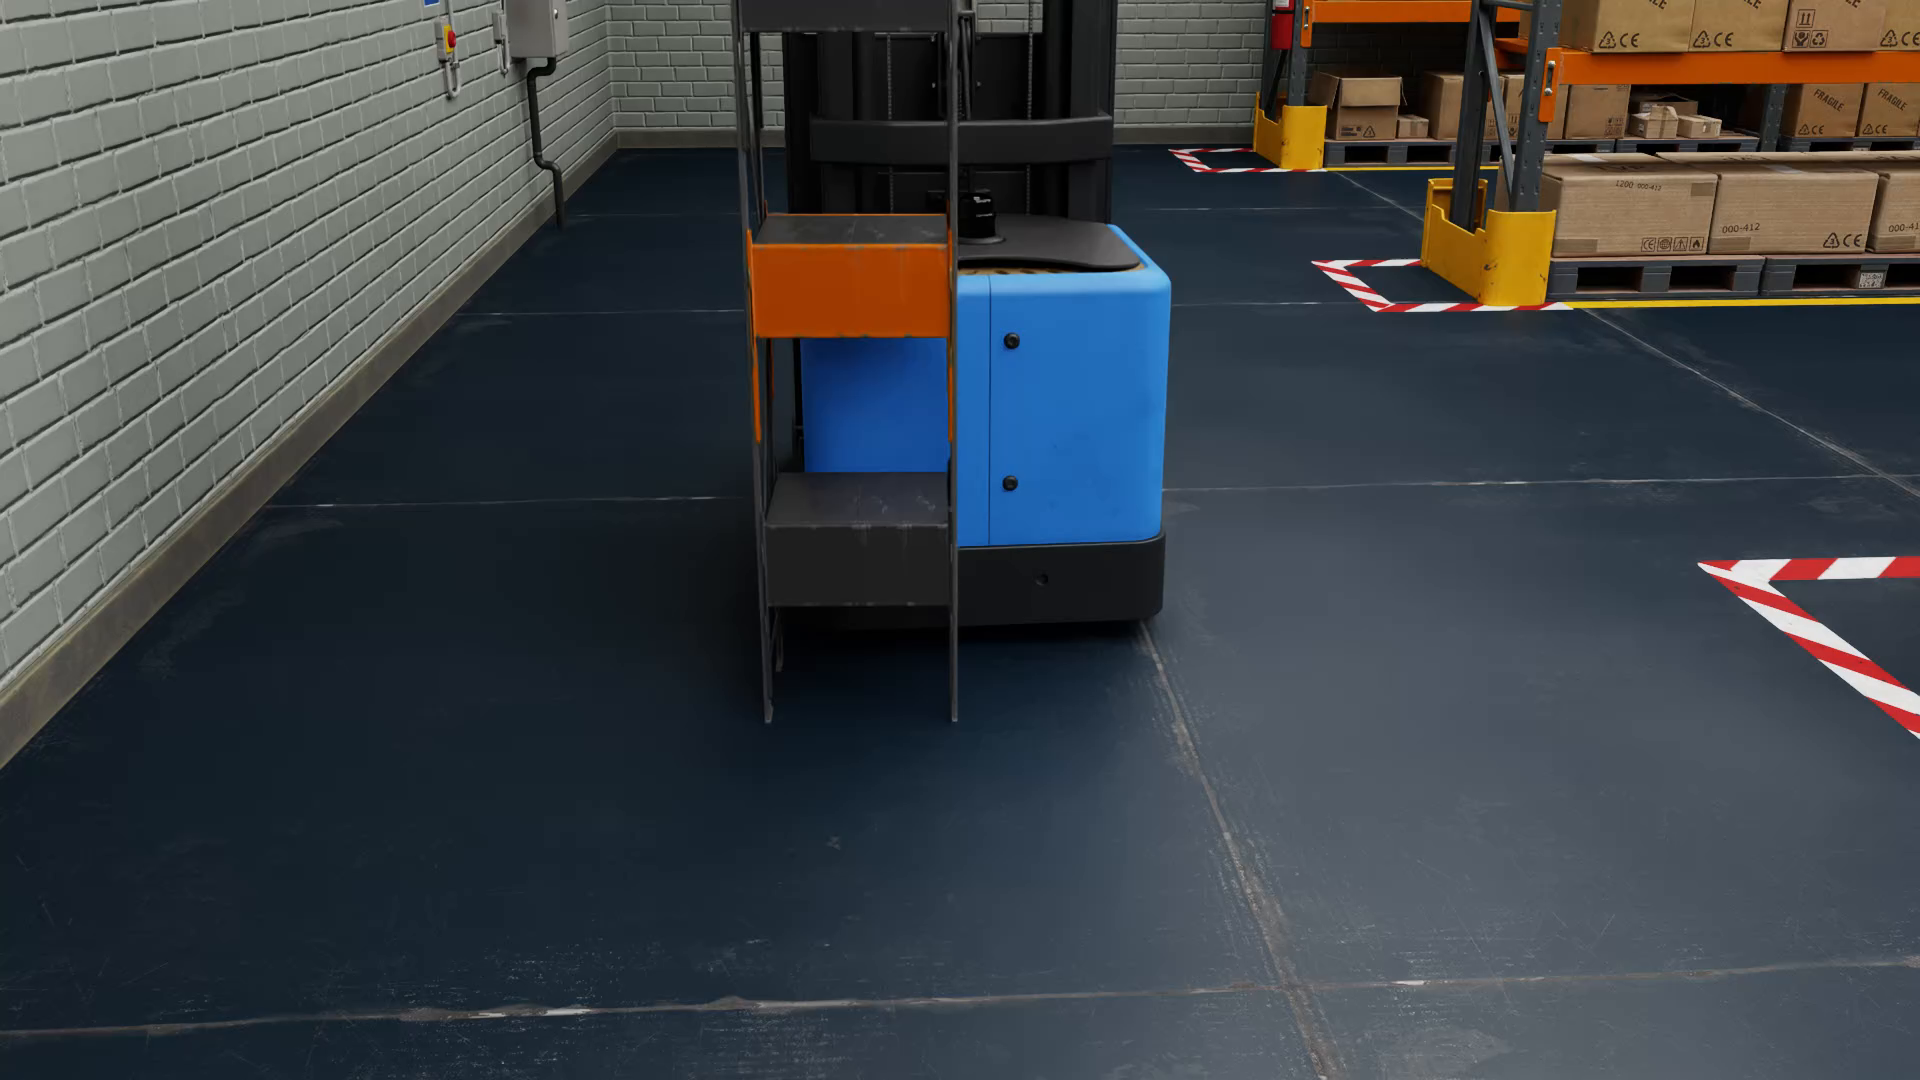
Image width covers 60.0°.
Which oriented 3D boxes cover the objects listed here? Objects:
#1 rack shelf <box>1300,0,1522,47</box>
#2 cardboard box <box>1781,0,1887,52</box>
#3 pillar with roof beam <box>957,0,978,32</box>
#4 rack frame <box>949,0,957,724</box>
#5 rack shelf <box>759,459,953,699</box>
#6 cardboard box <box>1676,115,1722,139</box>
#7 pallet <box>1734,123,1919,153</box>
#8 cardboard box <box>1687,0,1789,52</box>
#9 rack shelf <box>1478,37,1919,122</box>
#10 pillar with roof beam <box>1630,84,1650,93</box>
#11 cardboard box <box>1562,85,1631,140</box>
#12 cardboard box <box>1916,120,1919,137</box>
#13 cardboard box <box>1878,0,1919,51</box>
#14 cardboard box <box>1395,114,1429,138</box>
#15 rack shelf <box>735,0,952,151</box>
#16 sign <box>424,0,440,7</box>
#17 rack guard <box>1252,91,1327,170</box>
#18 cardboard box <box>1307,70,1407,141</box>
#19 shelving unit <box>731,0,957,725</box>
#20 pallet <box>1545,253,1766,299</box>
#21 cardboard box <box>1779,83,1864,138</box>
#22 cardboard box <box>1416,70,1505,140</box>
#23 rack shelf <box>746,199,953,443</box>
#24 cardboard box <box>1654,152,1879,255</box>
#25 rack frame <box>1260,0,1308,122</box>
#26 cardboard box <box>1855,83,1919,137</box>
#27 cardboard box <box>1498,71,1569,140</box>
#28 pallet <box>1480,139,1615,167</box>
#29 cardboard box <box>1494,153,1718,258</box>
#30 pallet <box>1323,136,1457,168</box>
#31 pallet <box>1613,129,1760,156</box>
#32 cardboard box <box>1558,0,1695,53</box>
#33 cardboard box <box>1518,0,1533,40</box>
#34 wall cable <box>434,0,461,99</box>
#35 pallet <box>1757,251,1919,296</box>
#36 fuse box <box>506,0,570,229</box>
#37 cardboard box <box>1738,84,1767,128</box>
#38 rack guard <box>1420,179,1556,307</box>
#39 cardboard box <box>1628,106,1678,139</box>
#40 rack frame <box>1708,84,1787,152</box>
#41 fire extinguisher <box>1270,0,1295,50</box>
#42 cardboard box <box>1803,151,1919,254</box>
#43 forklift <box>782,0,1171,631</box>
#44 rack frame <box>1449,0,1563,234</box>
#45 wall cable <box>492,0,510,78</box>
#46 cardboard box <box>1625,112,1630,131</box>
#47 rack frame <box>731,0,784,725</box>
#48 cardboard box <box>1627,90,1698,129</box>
[{"bbox_3d":[4.685,-4.330,13.788,4.000,0.370,1.077,-1,21,-3],"label":"rack shelf"},{"bbox_3d":[4.483,-2.841,8.726,0.500,0.500,0.500,-1,21,-3],"label":"cardboard box"},{"bbox_3d":[0.191,-6.165,9.167,0.400,9.000,9.100,-1,21,-3],"label":"pillar with roof beam"},{"bbox_3d":[-0.017,-0.569,4.158,0.015,2.100,0.400,0,21,-1],"label":"rack frame"},{"bbox_3d":[-0.261,0.096,4.415,0.480,0.518,0.431,0,21,-1],"label":"rack shelf"},{"bbox_3d":[6.142,-3.455,13.896,0.250,0.149,0.380,-2,21,-5],"label":"cardboard box"},{"bbox_3d":[7.492,-3.433,14.342,1.213,0.211,1.003,-1,21,-3],"label":"pallet"},{"bbox_3d":[3.974,-2.837,8.715,0.500,0.500,0.500,-1,21,-4],"label":"cardboard box"},{"bbox_3d":[4.972,-2.566,9.157,4.000,0.370,1.077,-1,21,-3],"label":"rack shelf"},{"bbox_3d":[6.181,-6.287,9.487,0.400,9.000,9.100,-1,21,-3],"label":"pillar with roof beam"},{"bbox_3d":[5.196,-3.657,13.933,0.500,0.500,0.700,-2,21,-5],"label":"cardboard box"},{"bbox_3d":[8.207,-3.687,14.013,0.500,0.500,0.500,-2,21,-5],"label":"cardboard box"},{"bbox_3d":[4.982,-2.857,8.768,0.500,0.500,0.500,0,21,-1],"label":"cardboard box"},{"bbox_3d":[3.731,-3.463,13.917,0.250,0.149,0.380,-2,21,-5],"label":"cardboard box"},{"bbox_3d":[-0.261,-1.207,3.903,0.480,0.518,0.431,0,21,-1],"label":"rack shelf"},{"bbox_3d":[-2.711,-2.847,8.504,0.001,0.218,0.327,-1,21,-3],"label":"sign"},{"bbox_3d":[2.764,-3.459,14.002,0.348,0.500,1.175,-1,21,-3],"label":"rack guard"},{"bbox_3d":[3.304,-3.634,13.867,0.637,0.503,0.797,-2,21,-5],"label":"cardboard box"},{"bbox_3d":[-0.261,-0.568,4.154,0.503,2.100,0.431,0,21,-1],"label":"shelving unit"},{"bbox_3d":[3.769,-1.603,9.534,1.213,0.211,1.003,-1,21,-3],"label":"pallet"},{"bbox_3d":[7.177,-3.664,13.953,0.500,0.500,0.500,0,21,-1],"label":"cardboard box"},{"bbox_3d":[4.160,-3.636,13.877,0.500,0.500,0.700,0,21,-1],"label":"cardboard box"},{"bbox_3d":[-0.261,-0.555,4.159,0.480,0.518,0.431,0,21,-1],"label":"rack shelf"},{"bbox_3d":[4.542,-1.931,9.489,0.875,0.438,0.875,-1,21,-2],"label":"cardboard box"},{"bbox_3d":[2.688,-4.625,13.554,0.127,3.000,1.000,-1,21,-3],"label":"rack frame"},{"bbox_3d":[7.708,-3.679,13.991,0.500,0.500,0.500,-1,21,-4],"label":"cardboard box"},{"bbox_3d":[4.693,-3.611,13.812,0.500,0.500,0.500,-1,21,-2],"label":"cardboard box"},{"bbox_3d":[4.775,-3.364,14.160,1.213,0.211,1.003,-1,21,-3],"label":"pallet"},{"bbox_3d":[3.628,-1.910,9.432,0.875,0.438,0.875,-2,21,-5],"label":"cardboard box"},{"bbox_3d":[3.560,-3.340,14.097,1.213,0.211,1.003,-1,21,-3],"label":"pallet"},{"bbox_3d":[5.996,-3.390,14.227,1.213,0.211,1.003,-1,21,-3],"label":"pallet"},{"bbox_3d":[3.471,-2.817,8.662,0.500,0.500,0.500,-1,21,-3],"label":"cardboard box"},{"bbox_3d":[3.442,-3.013,9.177,0.500,0.500,0.500,-1,21,-3],"label":"cardboard box"},{"bbox_3d":[-2.653,-3.229,8.414,0.123,1.953,0.585,-1,21,-3],"label":"wall cable"},{"bbox_3d":[4.984,-1.627,9.597,1.213,0.211,1.003,-1,21,-3],"label":"pallet"},{"bbox_3d":[-2.627,-2.886,10.797,0.414,1.711,0.539,-1,21,-3],"label":"fuse box"},{"bbox_3d":[7.155,-3.850,14.439,0.500,0.500,0.500,-1,21,-3],"label":"cardboard box"},{"bbox_3d":[2.951,-1.693,9.366,0.348,0.500,1.175,-1,21,-3],"label":"rack guard"},{"bbox_3d":[5.786,-3.502,13.856,0.258,0.266,0.396,0,21,-1],"label":"cardboard box"},{"bbox_3d":[6.682,-4.706,13.767,0.127,3.000,1.000,-1,21,-3],"label":"rack frame"},{"bbox_3d":[2.568,-4.248,13.195,0.183,0.674,0.296,-1,21,-3],"label":"fire extinguisher"},{"bbox_3d":[5.442,-1.949,9.535,0.875,0.438,0.875,-2,21,-5],"label":"cardboard box"},{"bbox_3d":[-0.059,-1.593,5.685,1.130,2.935,3.031,-2,21,-5],"label":"forklift"},{"bbox_3d":[2.975,-2.862,8.923,0.127,3.000,1.000,-1,21,-3],"label":"rack frame"},{"bbox_3d":[-2.746,-3.718,9.742,0.122,1.984,0.588,-1,21,-3],"label":"wall cable"},{"bbox_3d":[5.576,-3.632,14.362,0.250,0.149,0.380,-1,21,-4],"label":"cardboard box"},{"bbox_3d":[-0.505,-0.567,4.151,0.015,2.100,0.400,0,21,-1],"label":"rack frame"},{"bbox_3d":[6.009,-3.717,14.356,0.500,0.311,0.500,0,21,-1],"label":"cardboard box"}]
